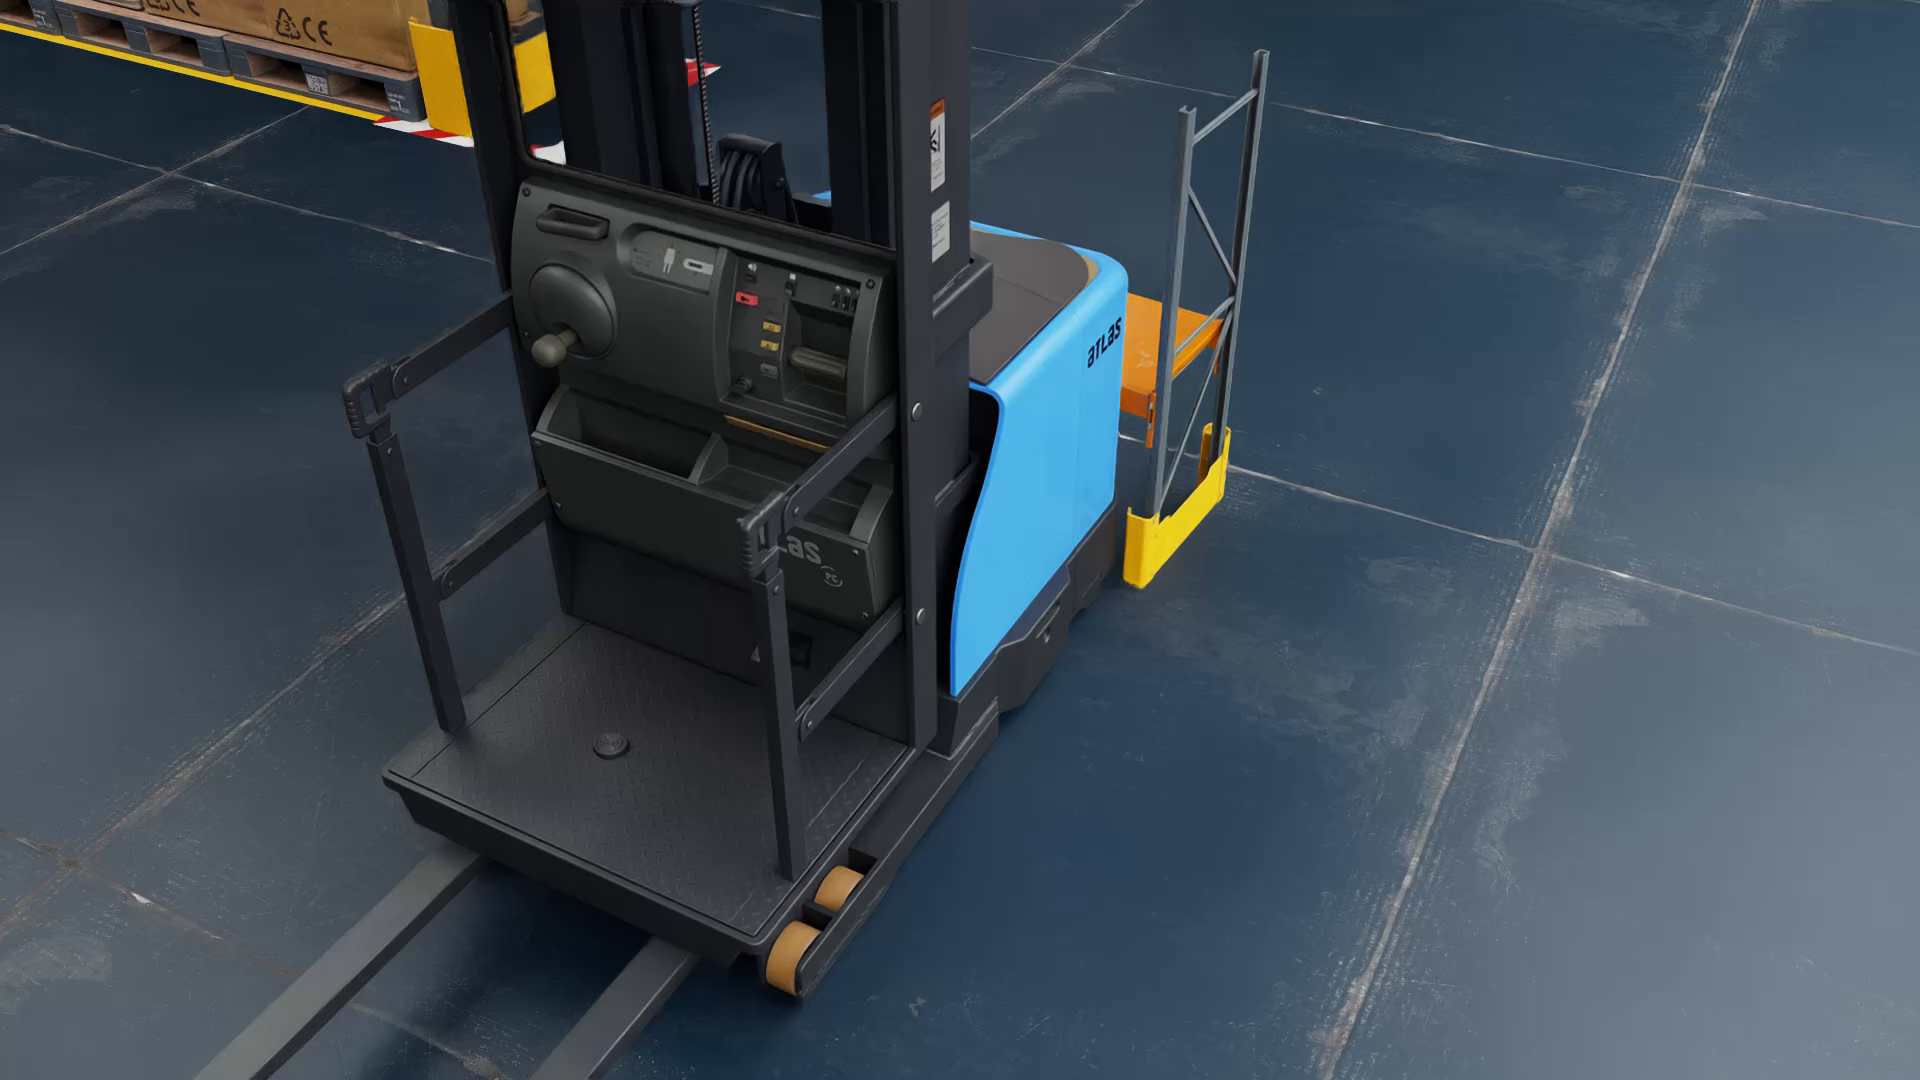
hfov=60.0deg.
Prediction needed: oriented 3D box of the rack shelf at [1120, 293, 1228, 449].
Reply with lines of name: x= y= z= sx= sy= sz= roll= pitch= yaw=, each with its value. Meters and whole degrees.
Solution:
rack shelf: x=0.266 y=-0.629 z=5.136 sx=1.000 sy=0.185 sz=0.538 roll=21 pitch=42 yaw=25

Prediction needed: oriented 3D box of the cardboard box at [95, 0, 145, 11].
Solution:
cardboard box: x=-4.343 y=-3.382 z=8.634 sx=0.875 sy=0.875 sz=0.875 roll=18 pitch=41 yaw=22

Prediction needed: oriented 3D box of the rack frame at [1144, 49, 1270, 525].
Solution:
rack frame: x=0.696 y=-0.608 z=4.811 sx=0.032 sy=1.500 sz=0.500 roll=21 pitch=42 yaw=25

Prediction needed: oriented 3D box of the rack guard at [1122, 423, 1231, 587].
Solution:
rack guard: x=0.680 y=-0.117 z=5.197 sx=0.087 sy=0.250 sz=0.587 roll=21 pitch=42 yaw=25

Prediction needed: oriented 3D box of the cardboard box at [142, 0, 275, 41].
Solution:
cardboard box: x=-3.535 y=-3.127 z=8.299 sx=0.875 sy=0.875 sz=0.875 roll=17 pitch=40 yaw=21

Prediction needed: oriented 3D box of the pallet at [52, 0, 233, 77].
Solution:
pallet: x=-3.945 y=-2.819 z=8.789 sx=1.213 sy=0.211 sz=1.003 roll=17 pitch=41 yaw=21

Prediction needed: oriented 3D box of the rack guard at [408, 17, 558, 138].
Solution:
rack guard: x=-2.099 y=-2.407 z=8.008 sx=0.348 sy=0.500 sz=1.175 roll=17 pitch=41 yaw=21

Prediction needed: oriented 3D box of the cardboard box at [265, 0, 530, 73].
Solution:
cardboard box: x=-2.752 y=-2.884 z=7.978 sx=0.875 sy=0.875 sz=0.875 roll=18 pitch=41 yaw=22

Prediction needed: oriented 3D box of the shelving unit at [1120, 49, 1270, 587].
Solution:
shelving unit: x=0.258 y=-0.775 z=5.031 sx=1.083 sy=1.500 sz=0.587 roll=21 pitch=42 yaw=25

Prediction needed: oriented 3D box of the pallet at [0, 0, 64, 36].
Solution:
pallet: x=-5.033 y=-3.158 z=9.235 sx=1.213 sy=0.211 sz=1.003 roll=17 pitch=41 yaw=21

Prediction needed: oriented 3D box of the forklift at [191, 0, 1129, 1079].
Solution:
forklift: x=-0.677 y=-0.428 z=3.390 sx=1.130 sy=2.935 sz=3.031 roll=18 pitch=41 yaw=22

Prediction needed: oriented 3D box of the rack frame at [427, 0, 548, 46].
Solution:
rack frame: x=-2.120 y=-3.410 z=7.261 sx=0.127 sy=3.000 sz=1.000 roll=17 pitch=41 yaw=21

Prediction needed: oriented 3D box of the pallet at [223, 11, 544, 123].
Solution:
pallet: x=-2.866 y=-2.479 z=8.342 sx=1.213 sy=0.211 sz=1.003 roll=17 pitch=41 yaw=21
